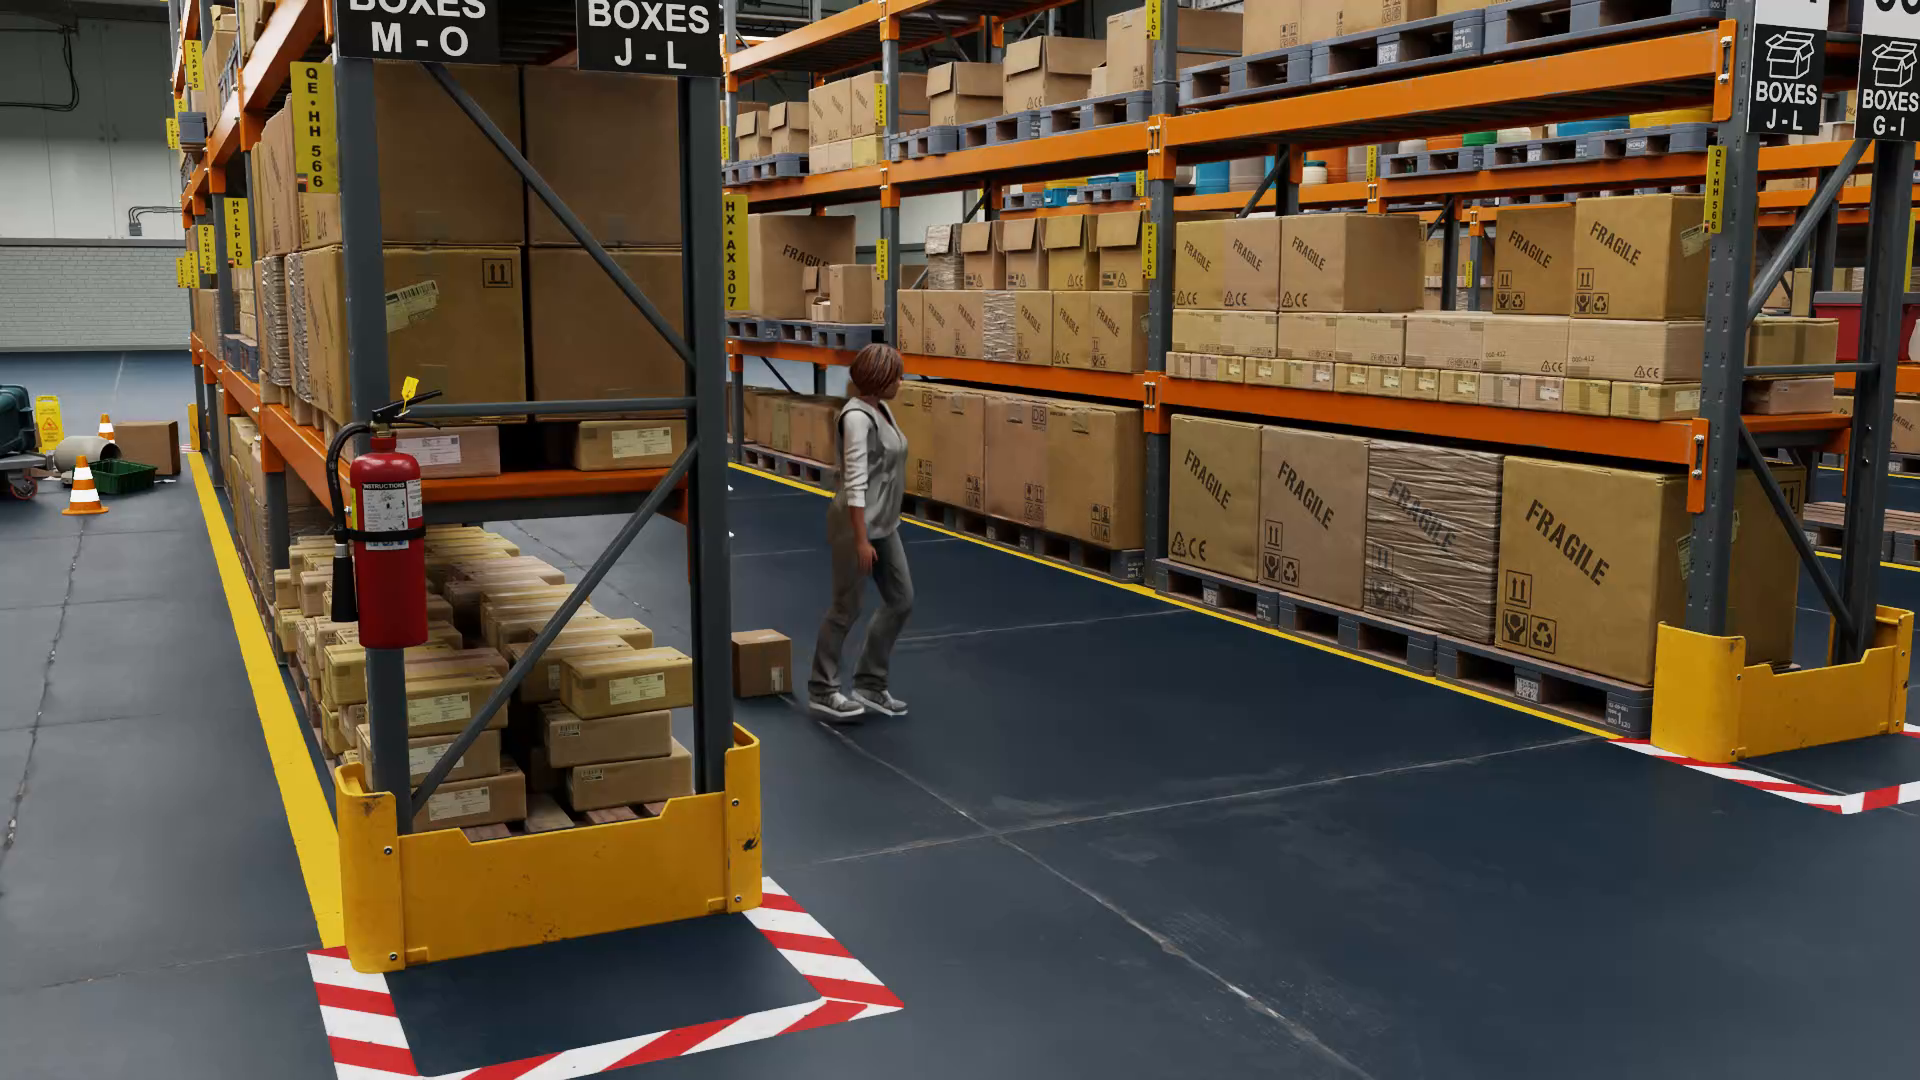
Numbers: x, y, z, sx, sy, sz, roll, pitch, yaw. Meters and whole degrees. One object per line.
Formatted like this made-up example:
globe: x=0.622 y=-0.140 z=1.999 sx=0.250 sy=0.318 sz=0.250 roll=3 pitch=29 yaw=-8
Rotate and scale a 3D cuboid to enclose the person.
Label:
person: x=-0.443 y=-0.011 z=6.974 sx=0.457 sy=1.600 sz=0.455 roll=3 pitch=9 yaw=18
